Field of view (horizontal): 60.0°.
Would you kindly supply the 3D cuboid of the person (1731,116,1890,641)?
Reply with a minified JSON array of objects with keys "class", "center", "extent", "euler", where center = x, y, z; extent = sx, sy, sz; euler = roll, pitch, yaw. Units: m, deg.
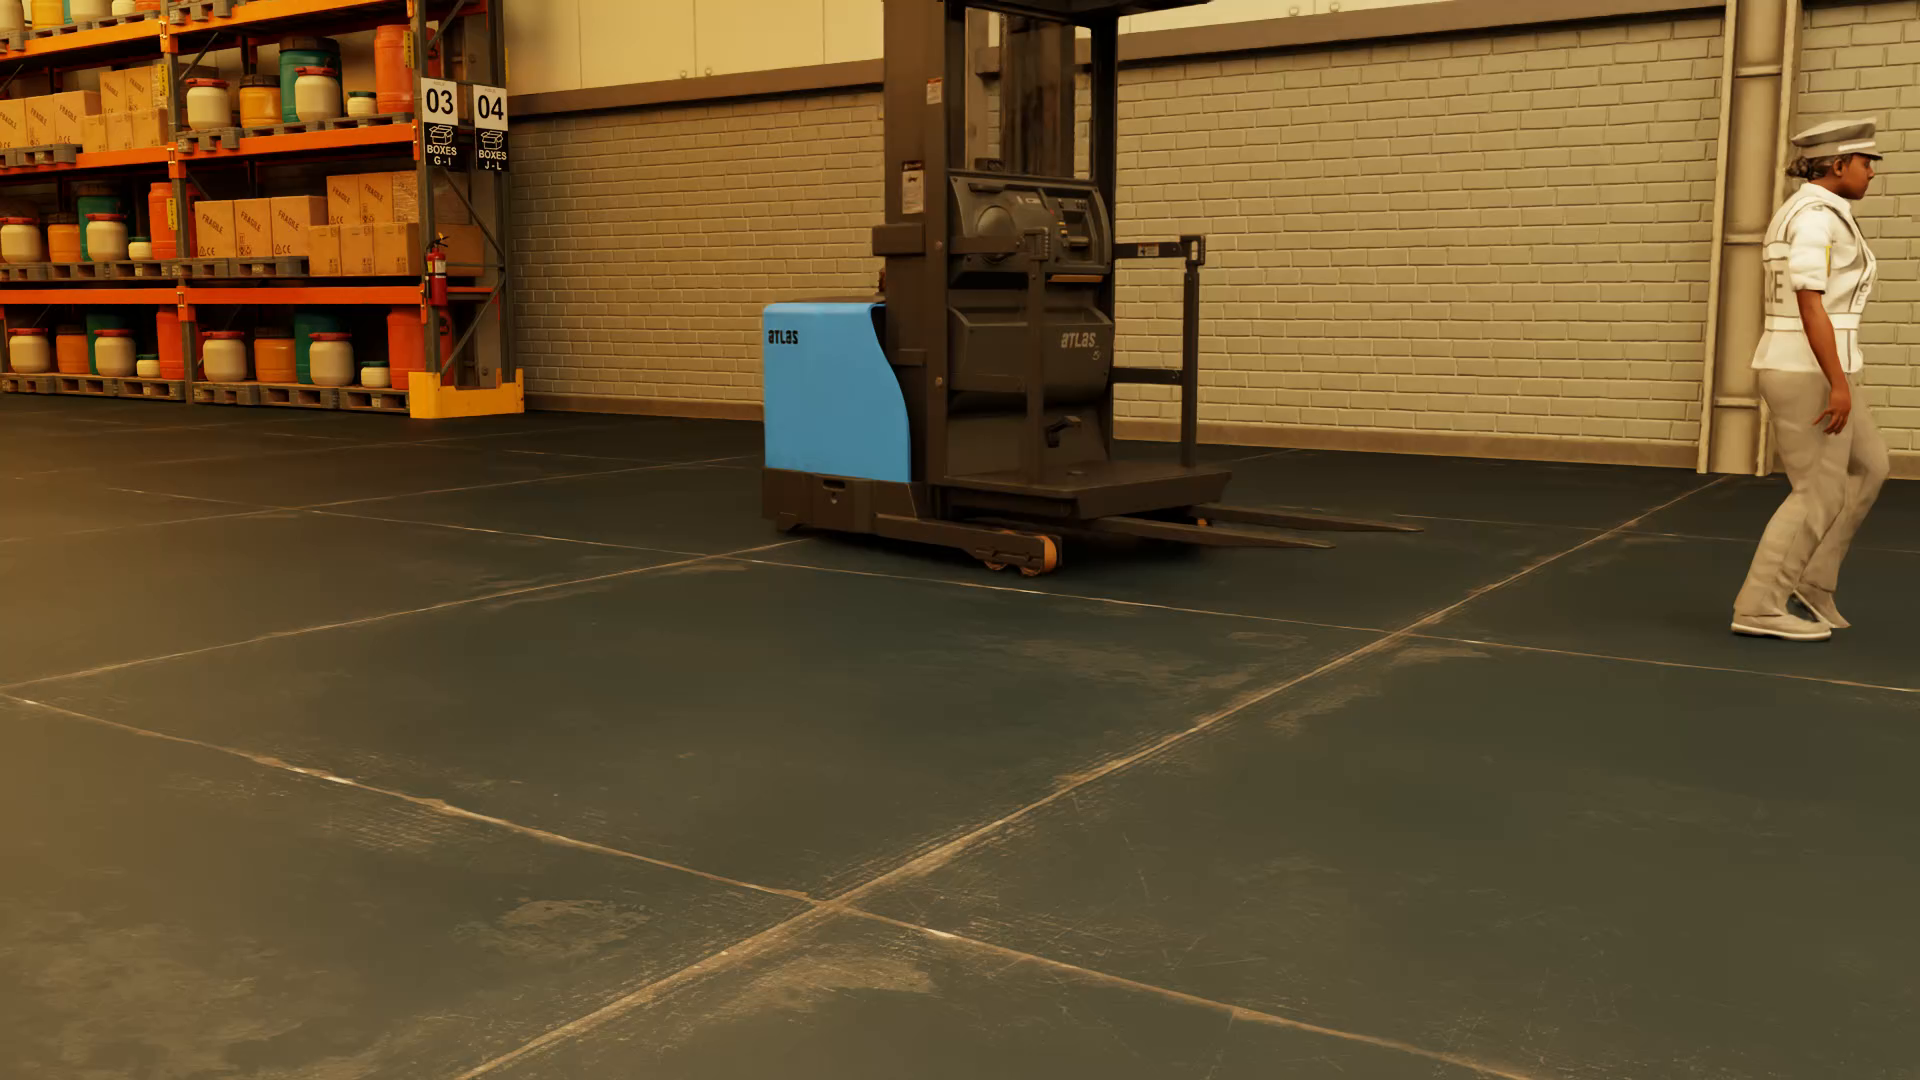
[{"class":"person","center":[2.771,-0.483,5.323],"extent":[0.478,1.692,0.553],"euler":[3,9,18]}]

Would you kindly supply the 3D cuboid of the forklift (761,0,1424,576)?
[{"class":"forklift","center":[0.460,-1.390,6.965],"extent":[1.130,2.935,3.031],"euler":[-8,11,-44]}]
